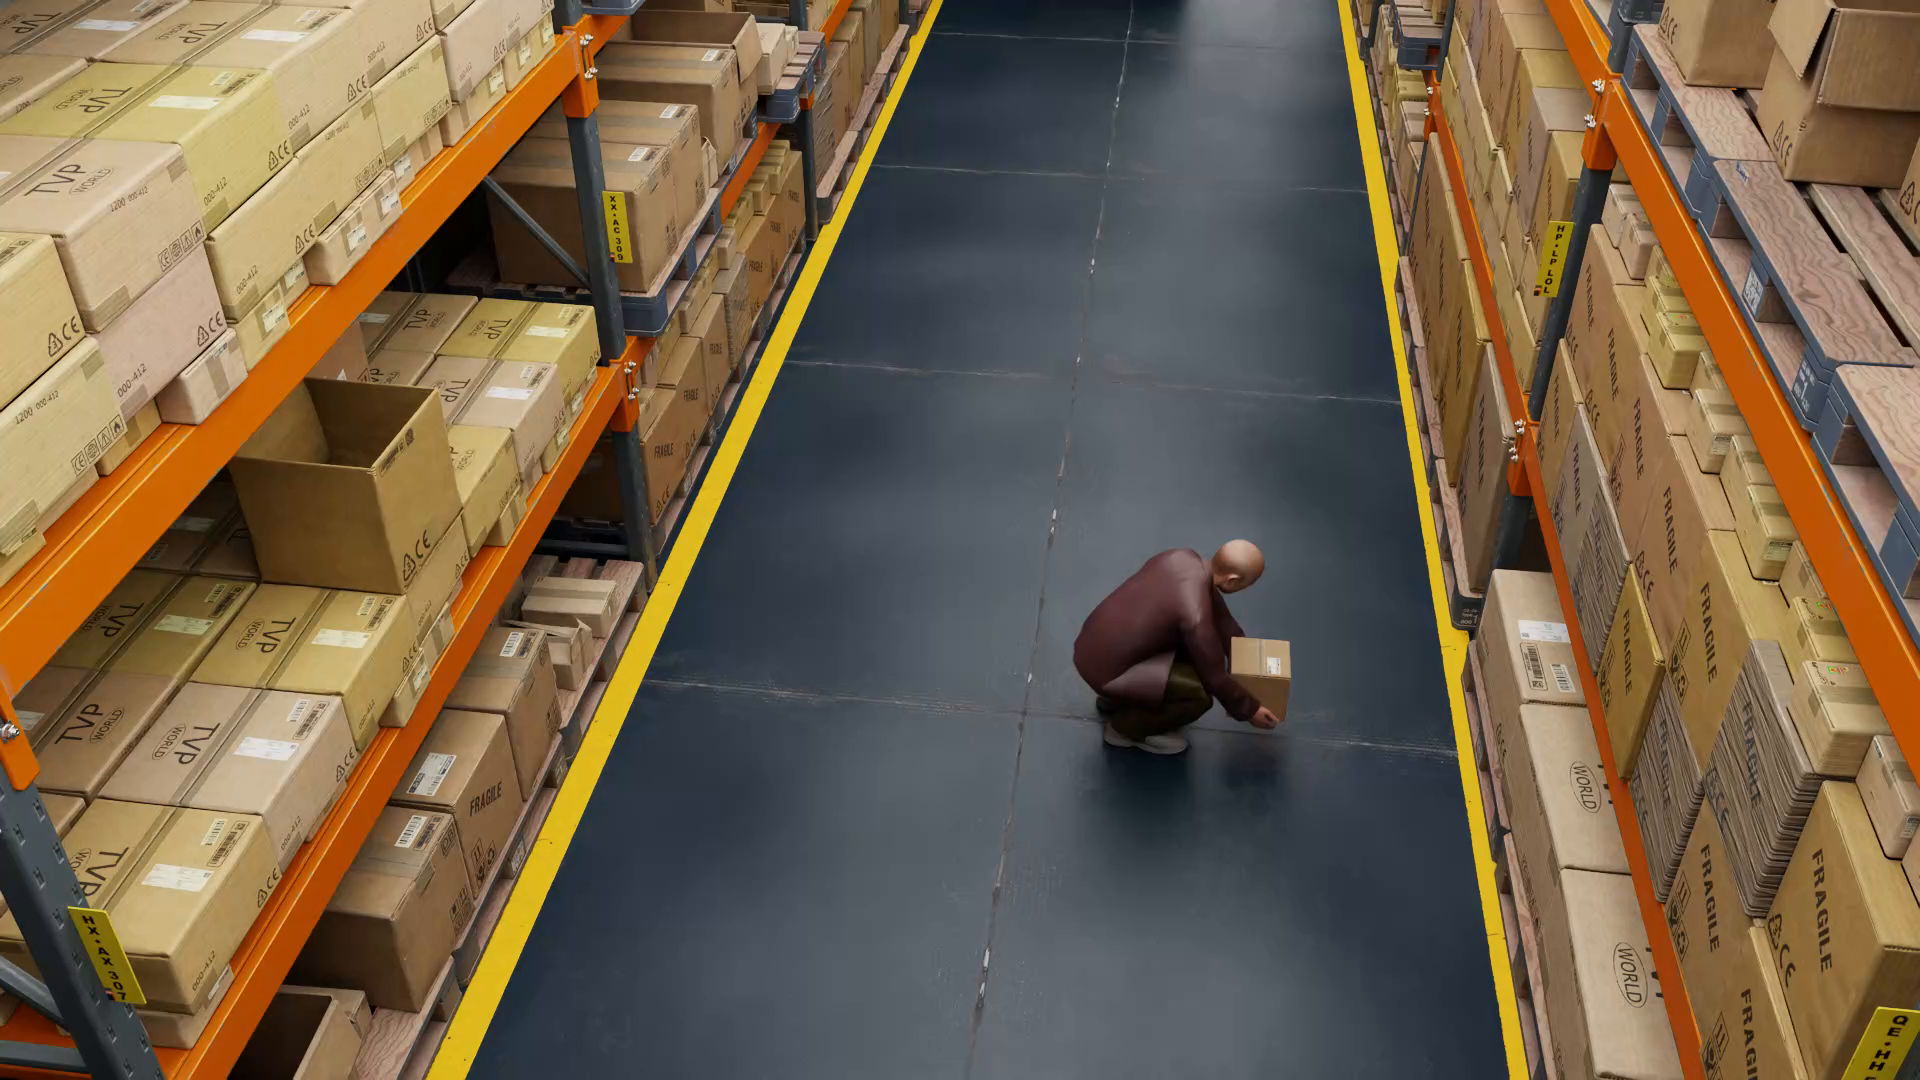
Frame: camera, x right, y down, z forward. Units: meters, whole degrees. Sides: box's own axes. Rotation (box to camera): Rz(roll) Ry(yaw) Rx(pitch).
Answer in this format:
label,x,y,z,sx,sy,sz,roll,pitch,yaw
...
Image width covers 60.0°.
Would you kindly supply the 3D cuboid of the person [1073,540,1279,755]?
label,x,y,z,sx,sy,sz,roll,pitch,yaw
person,0.938,0.434,7.130,0.899,0.991,0.594,4,36,6
